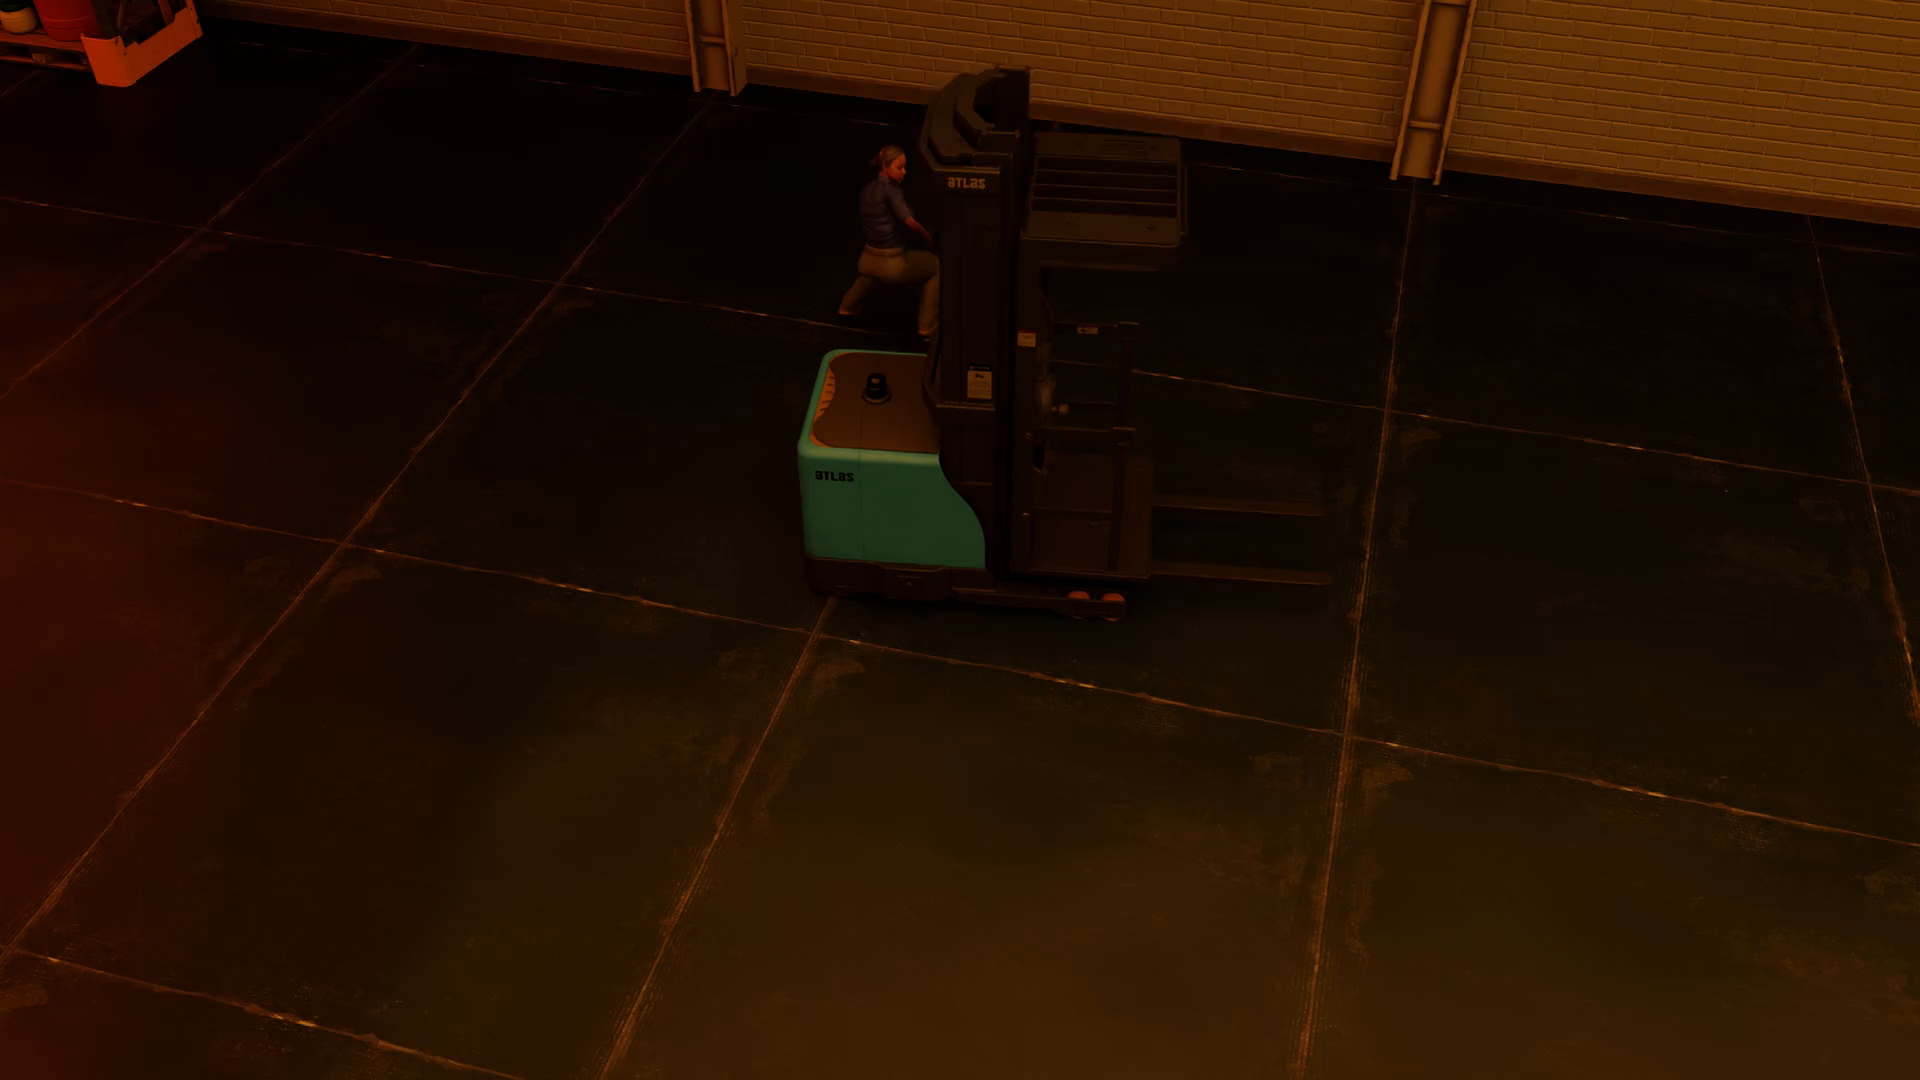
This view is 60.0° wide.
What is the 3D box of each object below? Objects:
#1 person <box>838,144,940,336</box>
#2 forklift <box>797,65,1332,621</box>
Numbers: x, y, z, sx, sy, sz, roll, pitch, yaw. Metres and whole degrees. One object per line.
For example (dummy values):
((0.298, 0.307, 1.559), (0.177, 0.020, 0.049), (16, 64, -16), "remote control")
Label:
((-0.459, -2.027, 11.382), (0.855, 1.443, 0.716), (30, 49, 30), "person")
((0.645, -1.008, 9.011), (3.031, 2.935, 1.130), (4, 41, 4), "forklift")
